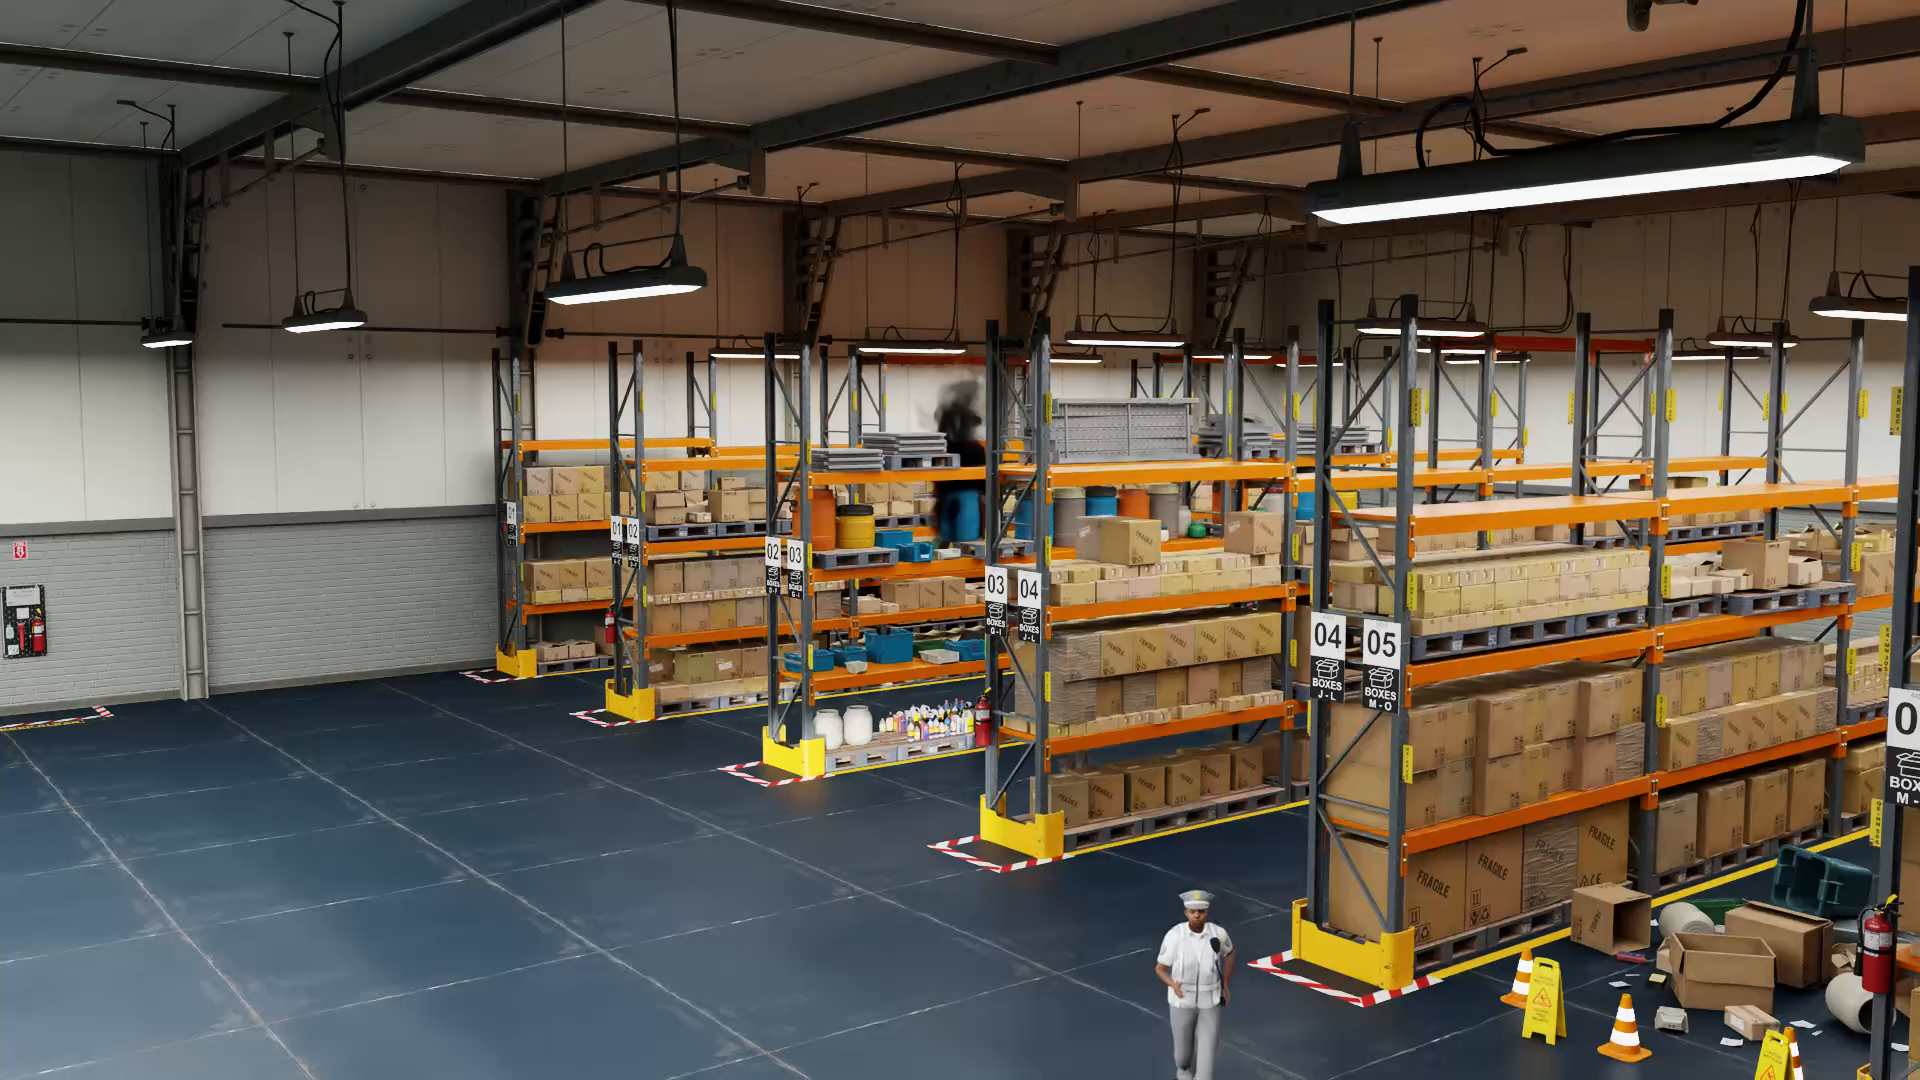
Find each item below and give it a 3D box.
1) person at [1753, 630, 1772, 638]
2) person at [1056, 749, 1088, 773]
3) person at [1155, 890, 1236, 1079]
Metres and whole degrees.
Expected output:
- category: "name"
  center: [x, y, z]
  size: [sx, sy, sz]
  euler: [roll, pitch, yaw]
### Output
- category: "person"
  center: [12.291, 2.097, 25.432]
  size: [0.724, 1.706, 0.664]
  euler: [-4, 7, -40]
- category: "person"
  center: [1.353, 2.172, 21.093]
  size: [0.582, 1.783, 0.726]
  euler: [5, 7, 43]
- category: "person"
  center: [1.672, 3.289, 11.779]
  size: [0.580, 1.691, 0.898]
  euler: [0, 5, 4]
